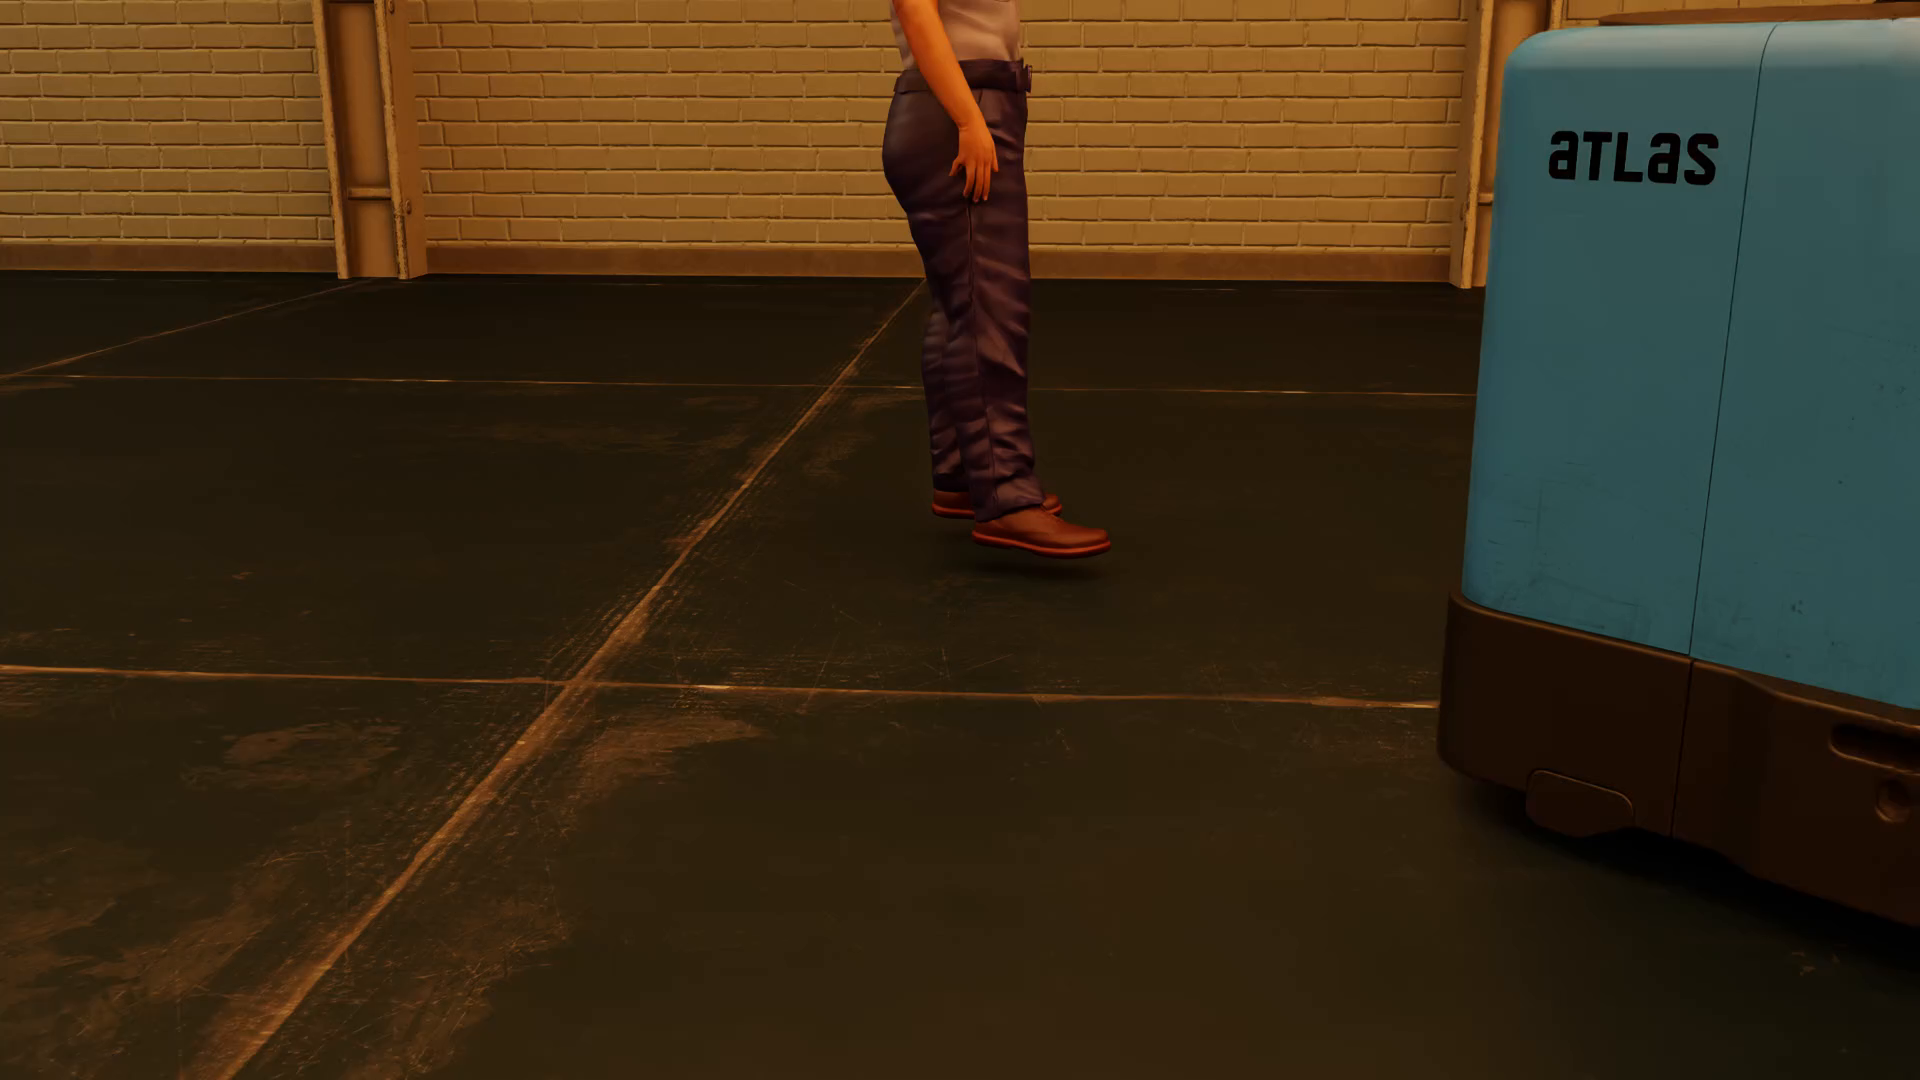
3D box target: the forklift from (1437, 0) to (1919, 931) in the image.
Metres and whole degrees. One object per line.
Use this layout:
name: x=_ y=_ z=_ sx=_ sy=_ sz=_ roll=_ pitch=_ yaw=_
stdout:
forklift: x=2.078 y=-0.845 z=1.335 sx=1.130 sy=2.935 sz=3.031 roll=-14 pitch=21 yaw=-42

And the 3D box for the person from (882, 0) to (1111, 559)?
person: x=0.087 y=-0.834 z=3.557 sx=0.503 sy=1.650 sz=0.599 roll=1 pitch=15 yaw=4
